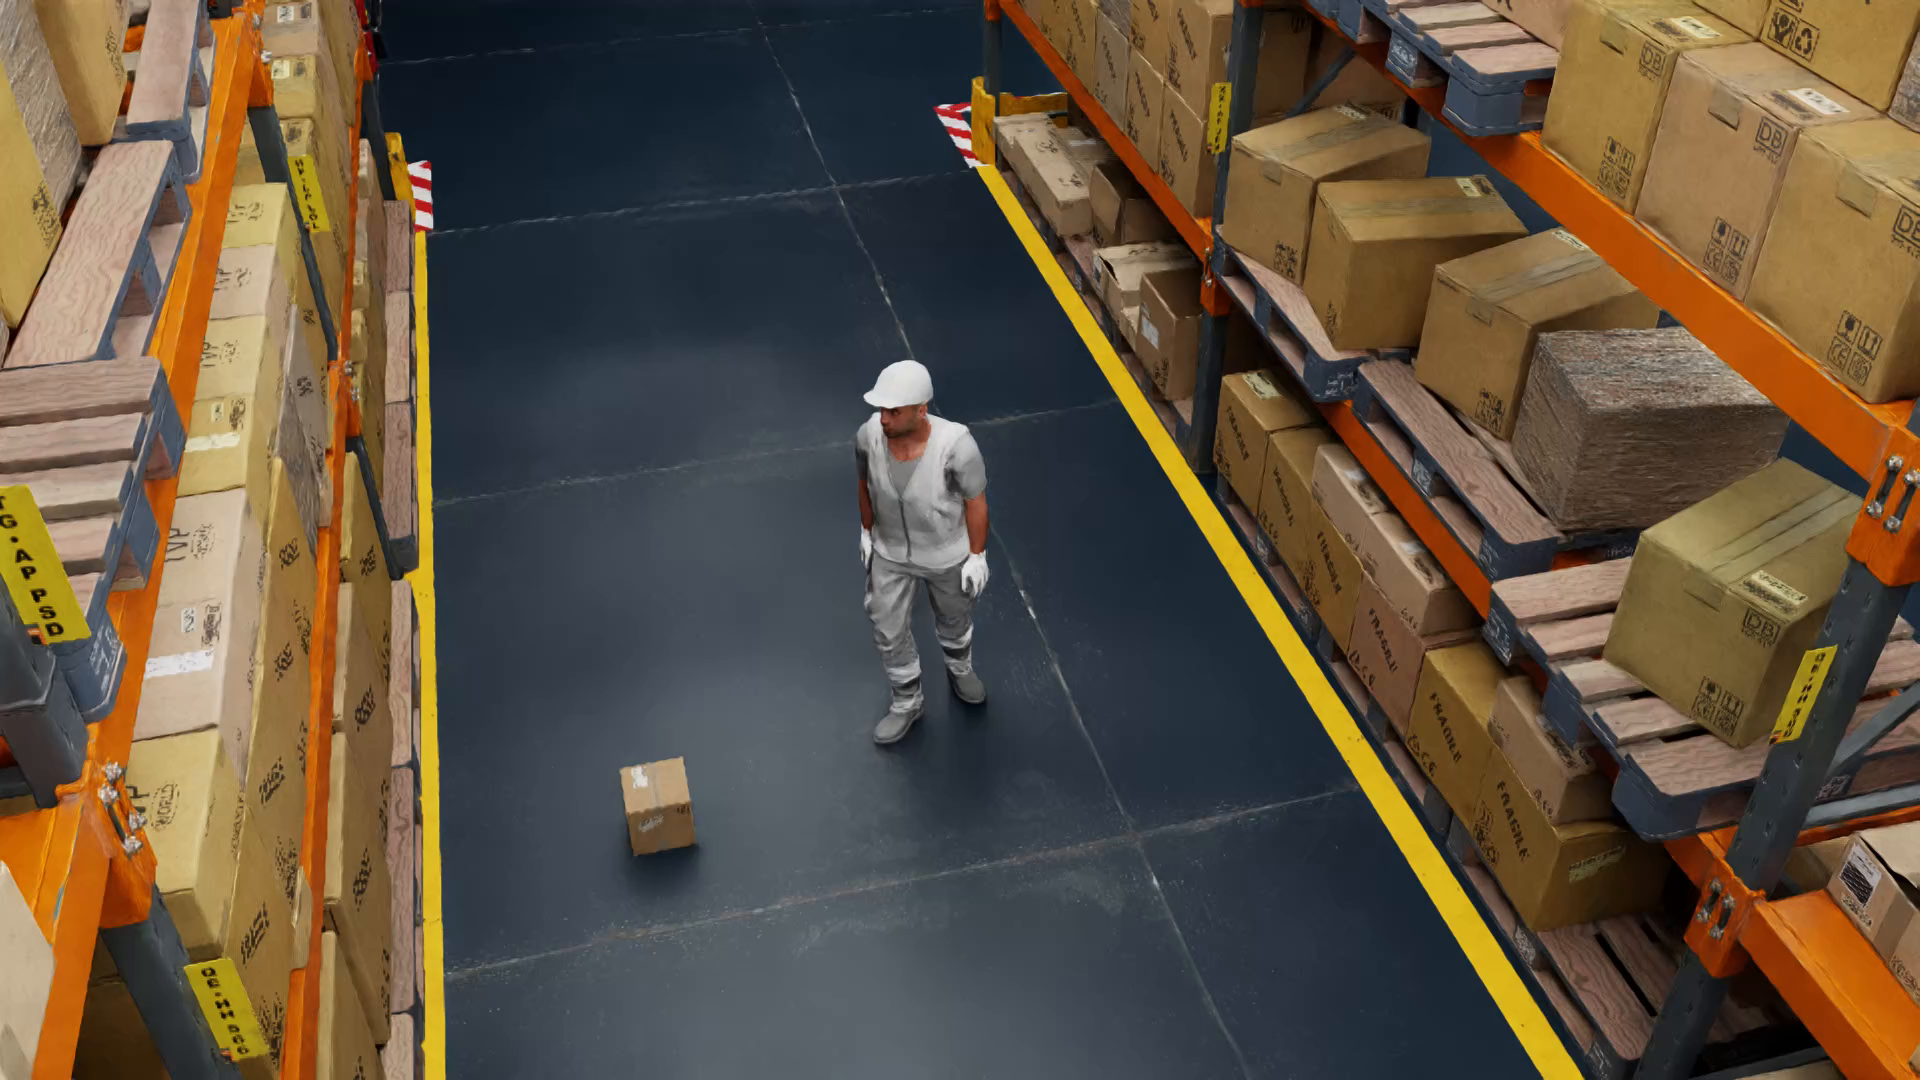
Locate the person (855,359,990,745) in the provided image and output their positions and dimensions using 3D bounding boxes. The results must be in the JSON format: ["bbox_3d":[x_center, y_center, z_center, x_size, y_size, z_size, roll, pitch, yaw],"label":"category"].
[{"bbox_3d":[-0.144,0.028,6.664,0.569,1.780,0.584,11,39,13],"label":"person"}]
